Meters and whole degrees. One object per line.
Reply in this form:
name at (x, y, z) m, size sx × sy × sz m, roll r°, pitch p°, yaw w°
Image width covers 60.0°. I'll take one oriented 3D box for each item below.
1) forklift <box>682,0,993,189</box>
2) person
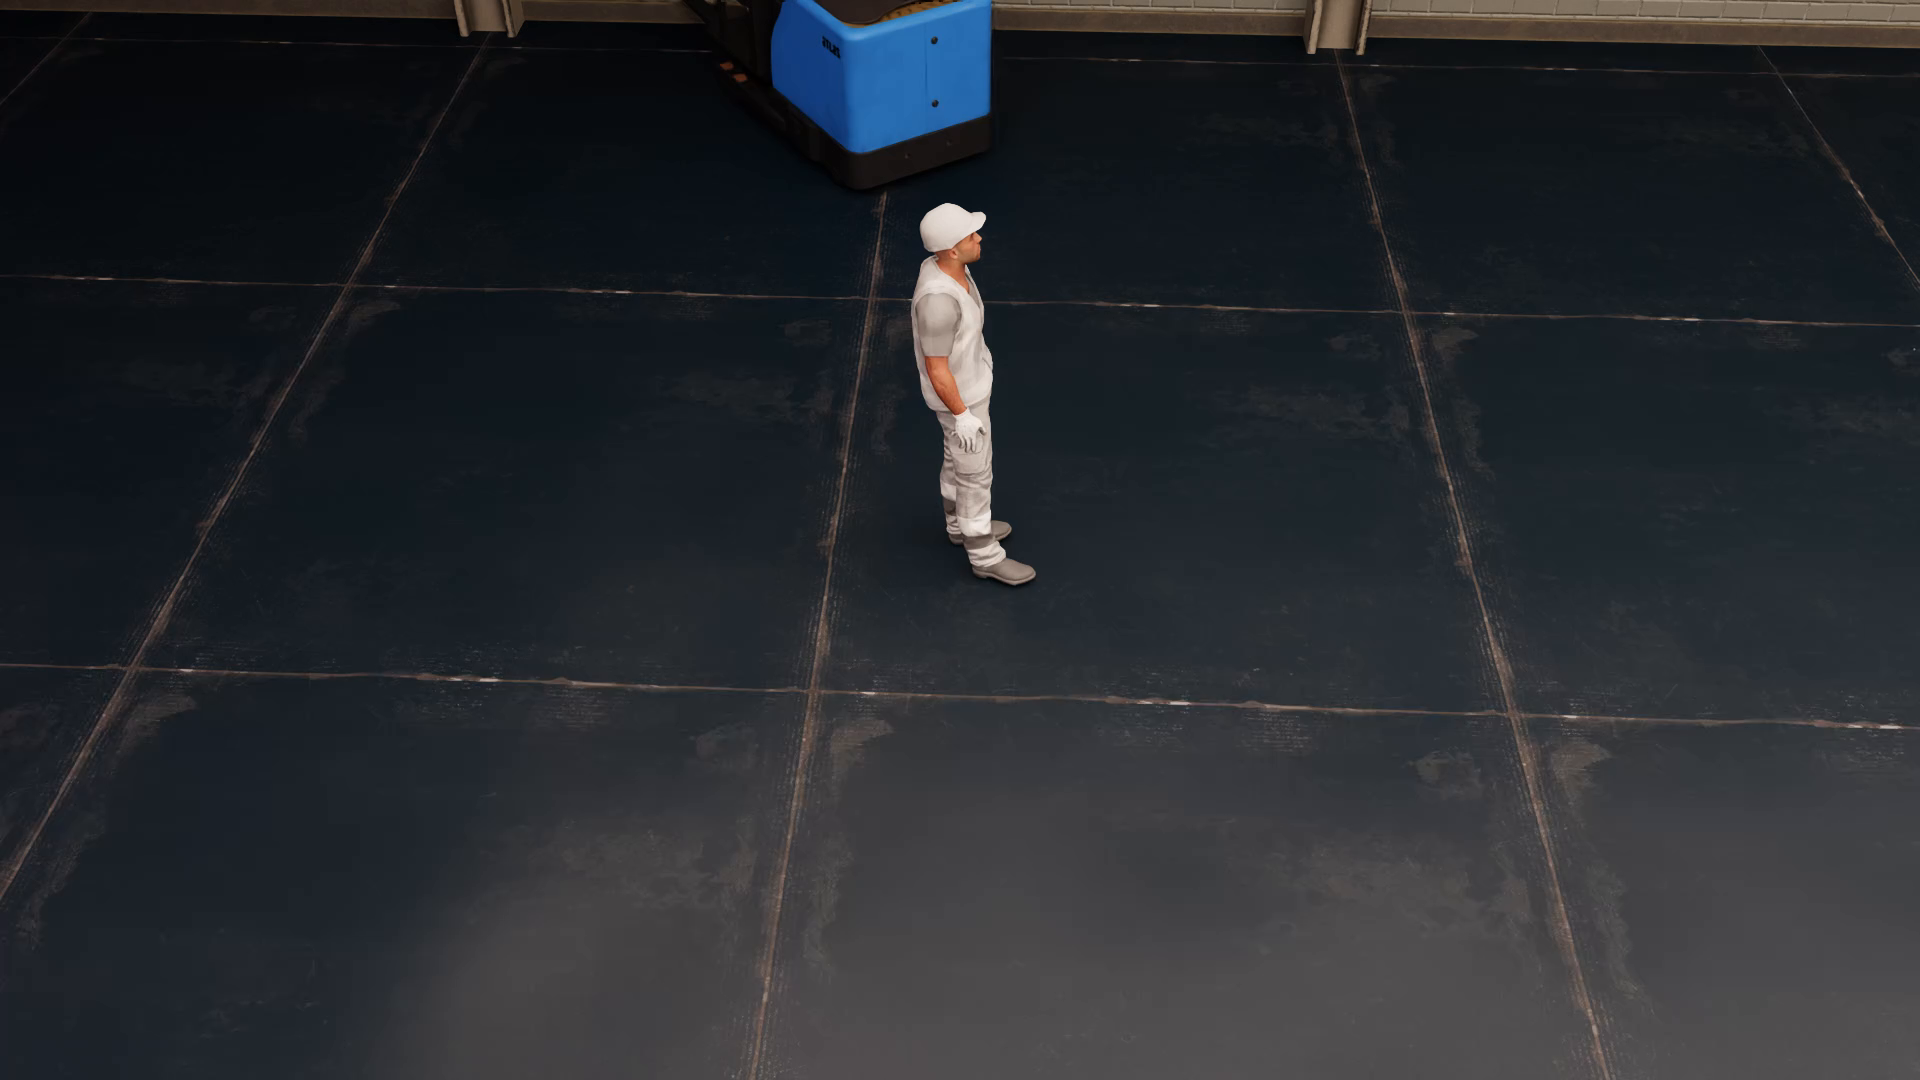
forklift at (-1.006, -4.194, 10.336) m, size 1.130 × 2.935 × 3.031 m, roll -23°, pitch 47°, yaw -23°
person at (0.079, -0.655, 7.296) m, size 0.564 × 1.787 × 0.637 m, roll 2°, pitch 42°, yaw 2°
